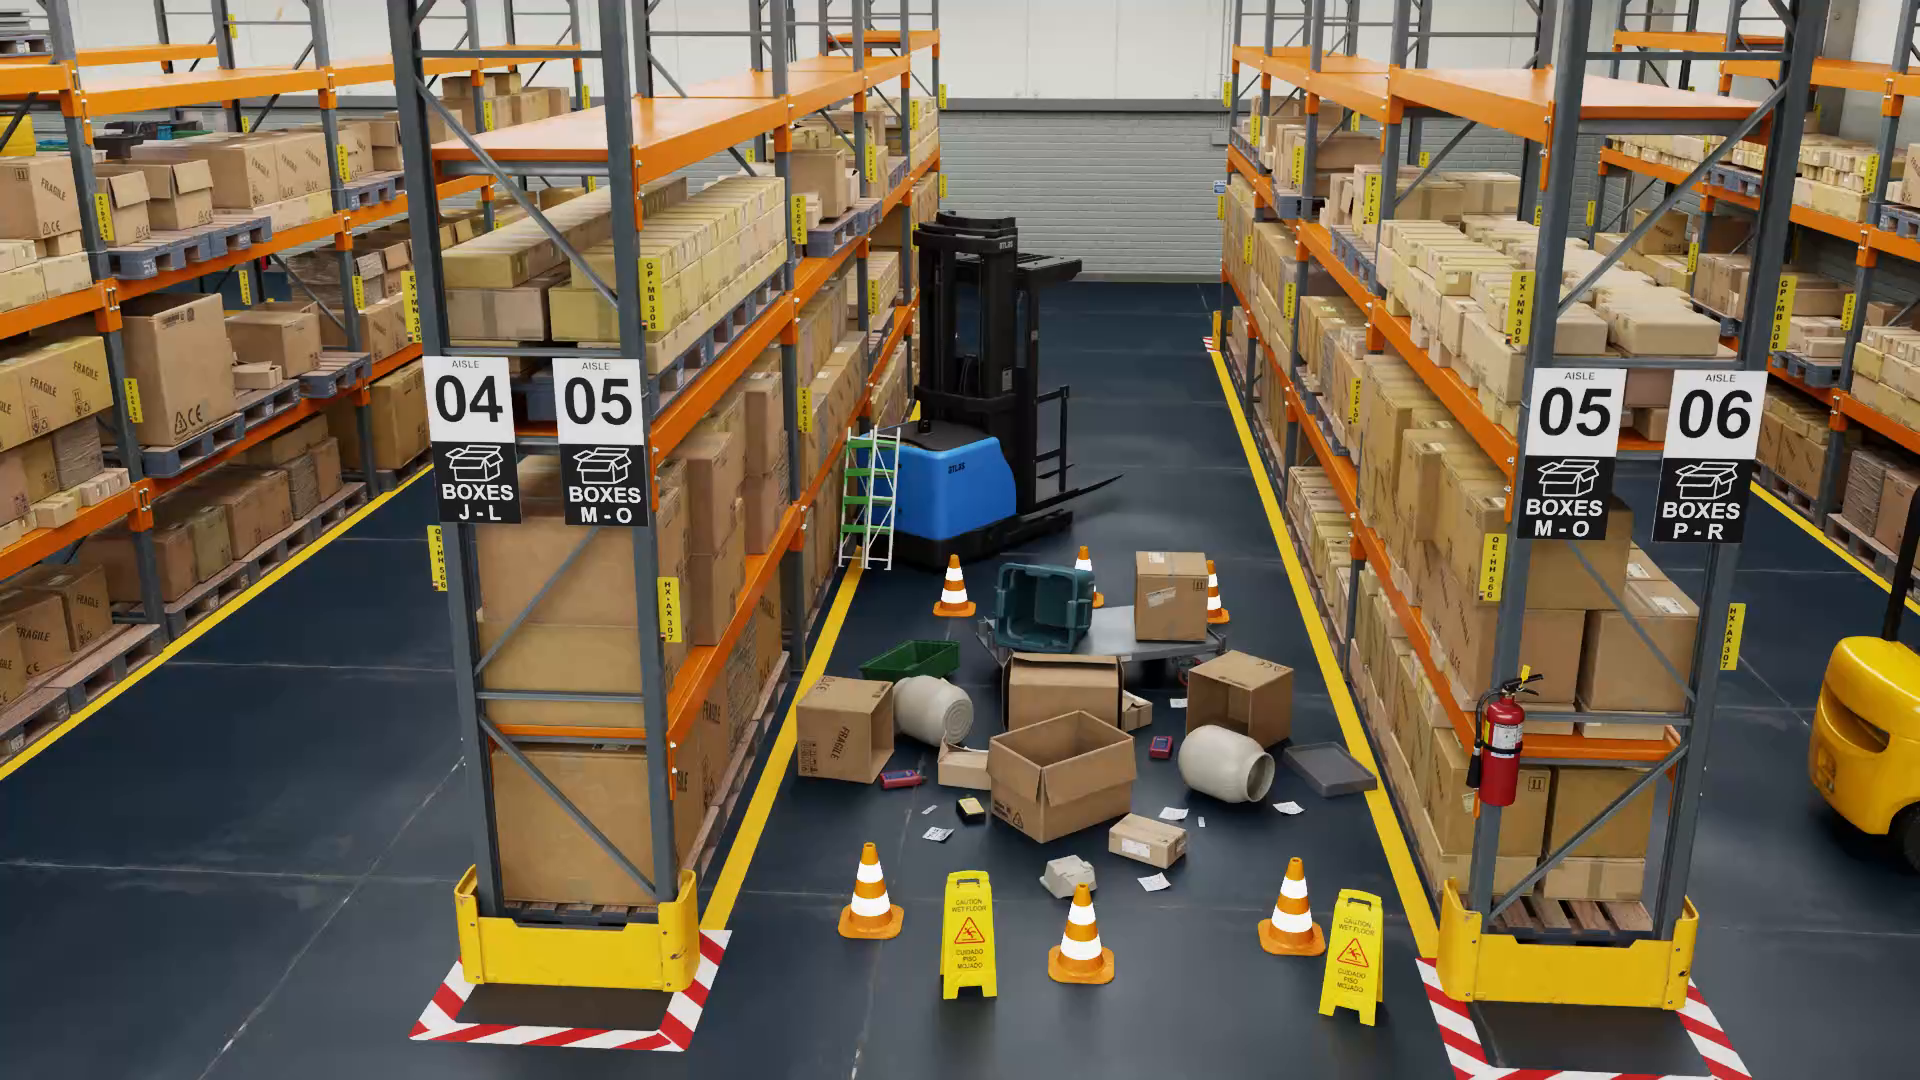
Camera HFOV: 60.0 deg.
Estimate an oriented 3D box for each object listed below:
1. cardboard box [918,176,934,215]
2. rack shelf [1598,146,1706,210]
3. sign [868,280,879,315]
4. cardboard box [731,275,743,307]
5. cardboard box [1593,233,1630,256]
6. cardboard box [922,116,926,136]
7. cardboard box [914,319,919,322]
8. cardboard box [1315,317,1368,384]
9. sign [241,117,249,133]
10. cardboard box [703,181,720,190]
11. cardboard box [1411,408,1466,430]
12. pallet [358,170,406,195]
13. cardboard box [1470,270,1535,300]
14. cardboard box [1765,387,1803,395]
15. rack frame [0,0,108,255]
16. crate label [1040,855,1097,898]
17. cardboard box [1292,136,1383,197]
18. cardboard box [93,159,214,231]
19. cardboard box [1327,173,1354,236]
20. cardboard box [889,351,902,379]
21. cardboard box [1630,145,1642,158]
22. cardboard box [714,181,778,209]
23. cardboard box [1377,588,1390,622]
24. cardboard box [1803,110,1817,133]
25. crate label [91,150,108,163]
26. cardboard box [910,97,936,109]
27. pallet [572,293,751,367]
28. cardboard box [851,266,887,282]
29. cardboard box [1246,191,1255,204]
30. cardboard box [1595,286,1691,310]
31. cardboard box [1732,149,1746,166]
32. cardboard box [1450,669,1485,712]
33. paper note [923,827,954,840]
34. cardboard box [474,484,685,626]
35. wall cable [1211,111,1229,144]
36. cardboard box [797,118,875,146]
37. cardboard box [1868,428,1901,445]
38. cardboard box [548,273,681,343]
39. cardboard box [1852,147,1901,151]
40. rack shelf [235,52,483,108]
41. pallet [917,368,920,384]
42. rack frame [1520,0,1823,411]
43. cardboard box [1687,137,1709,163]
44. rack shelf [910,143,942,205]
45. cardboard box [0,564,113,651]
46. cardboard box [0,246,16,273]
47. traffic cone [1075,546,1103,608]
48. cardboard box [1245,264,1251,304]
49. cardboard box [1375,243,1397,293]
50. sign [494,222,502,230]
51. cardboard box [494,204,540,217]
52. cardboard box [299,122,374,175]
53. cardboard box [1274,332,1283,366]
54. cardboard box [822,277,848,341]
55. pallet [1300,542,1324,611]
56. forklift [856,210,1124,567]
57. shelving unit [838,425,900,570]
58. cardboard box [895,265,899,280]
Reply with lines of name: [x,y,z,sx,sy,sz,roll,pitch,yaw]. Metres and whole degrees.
cardboard box: [-0.607,-4.561,22.108,0.500,0.500,0.500,1,18,2]
rack shelf: [8.966,-4.476,20.429,1.077,0.370,4.000,1,18,4]
sign: [-0.806,-2.256,15.458,0.100,0.325,0.005,1,18,4]
cardboard box: [-1.462,-1.434,9.560,0.380,0.149,0.250,1,18,4]
cardboard box: [8.808,-3.948,22.245,0.500,0.250,0.500,1,18,4]
cardboard box: [-0.688,-5.170,20.833,0.500,0.250,0.500,0,18,2]
cardboard box: [-0.584,-2.836,22.035,0.380,0.149,0.250,2,18,6]
cardboard box: [3.260,-1.565,13.896,0.500,0.500,0.500,2,18,5]
sign: [-10.116,-5.823,23.554,0.100,0.325,0.005,1,18,4]
cardboard box: [-1.740,-2.654,13.024,0.500,0.311,0.500,1,18,2]
cardboard box: [2.982,-0.451,9.564,0.700,0.500,0.500,1,18,4]
pallet: [-6.229,-3.744,17.344,1.003,0.211,1.213,2,18,6]
cardboard box: [2.937,-1.343,8.837,0.380,0.149,0.250,1,18,2]
cardboard box: [8.510,-1.494,17.290,0.380,0.149,0.250,1,18,4]
rack frame: [-6.586,-3.468,11.382,1.000,3.000,0.127,1,18,4]
crate label: [0.619,1.880,9.293,0.250,0.136,0.298,-9,20,-25]
cardboard box: [3.462,-3.433,15.251,0.797,0.503,0.637,0,18,1]
cardboard box: [-6.387,-2.727,13.099,0.797,0.503,0.637,2,18,6]
cardboard box: [3.507,-2.817,14.052,0.700,0.500,0.500,1,18,4]
cardboard box: [-0.924,-1.931,18.462,0.500,0.250,0.500,2,18,7]
cardboard box: [8.695,-4.907,20.996,0.380,0.149,0.250,1,18,4]
cardboard box: [-1.373,-2.208,10.641,0.380,0.149,0.250,1,18,4]
cardboard box: [2.883,0.421,10.643,0.380,0.149,0.250,2,18,6]
cardboard box: [8.884,-4.483,17.721,0.396,0.266,0.258,1,18,4]
crate label: [-10.630,-4.658,20.254,0.293,0.136,0.466,1,18,4]
cardboard box: [-0.517,-5.873,22.337,0.380,0.149,0.250,1,18,3]
pallet: [-1.805,-1.226,9.501,1.003,0.211,1.213,1,18,4]
cardboard box: [-0.985,-2.872,17.971,0.380,0.149,0.250,1,18,2]
cardboard box: [3.731,-4.210,20.472,0.380,0.149,0.250,1,18,3]
cardboard box: [3.414,-1.175,8.326,0.380,0.149,0.250,1,18,4]
cardboard box: [8.328,-4.003,17.400,0.380,0.149,0.250,2,18,5]
cardboard box: [2.732,0.764,8.505,0.380,0.149,0.250,1,18,3]
paper note: [-0.130,1.743,9.884,0.144,0.017,0.142,8,20,23]
cardboard box: [-1.868,0.069,8.248,0.875,0.550,0.550,1,18,4]
wall cable: [4.539,-6.372,28.198,0.585,1.953,0.123,1,18,4]
cardboard box: [-1.314,-4.157,17.461,0.797,0.503,0.637,1,18,3]
cardboard box: [8.884,-1.003,15.793,0.380,0.149,0.250,2,18,7]
cardboard box: [-1.642,-1.119,7.960,0.500,0.250,0.500,1,18,4]
cardboard box: [8.869,-3.716,16.080,0.380,0.149,0.250,1,18,4]
rack shelf: [-6.156,-4.799,17.243,1.077,0.370,4.000,1,18,4]
pallet: [-0.975,-2.224,21.697,1.003,0.211,1.213,1,18,4]
rack frame: [3.011,-2.004,6.915,1.000,3.000,0.127,1,18,4]
cardboard box: [8.608,-4.422,18.873,0.500,0.250,0.500,1,18,4]
rack shelf: [-0.929,-4.664,21.005,1.077,0.370,4.000,1,18,4]
cardboard box: [-6.655,0.495,12.263,0.500,0.500,0.500,1,18,2]
cardboard box: [-6.357,-1.806,10.728,0.380,0.149,0.250,1,18,2]
traffic cone: [1.014,0.281,13.649,0.336,0.463,0.334,1,18,4]
cardboard box: [3.650,-3.078,19.665,0.500,0.500,0.500,1,18,4]
cardboard box: [2.994,-1.761,10.752,0.500,0.250,0.500,1,18,3]
sign: [-5.471,-3.605,19.703,0.100,0.325,0.005,1,18,4]
cardboard box: [-5.648,-3.986,21.155,0.500,0.500,0.500,1,18,2]
cardboard box: [-6.353,-3.993,16.966,0.500,0.500,0.500,2,18,7]
cardboard box: [3.383,-1.889,16.438,0.500,0.250,0.500,2,18,5]
cardboard box: [-1.402,-2.101,15.077,0.700,0.500,0.500,1,18,4]
pallet: [3.437,0.308,13.972,1.003,0.211,1.213,1,18,4]
forklift: [0.403,-1.543,15.252,1.130,2.935,3.031,15,23,38]
shelving unit: [-0.775,-0.359,14.149,0.258,1.200,0.503,4,-1,-31]
cardboard box: [-0.904,-3.053,19.002,0.380,0.149,0.250,2,18,6]
